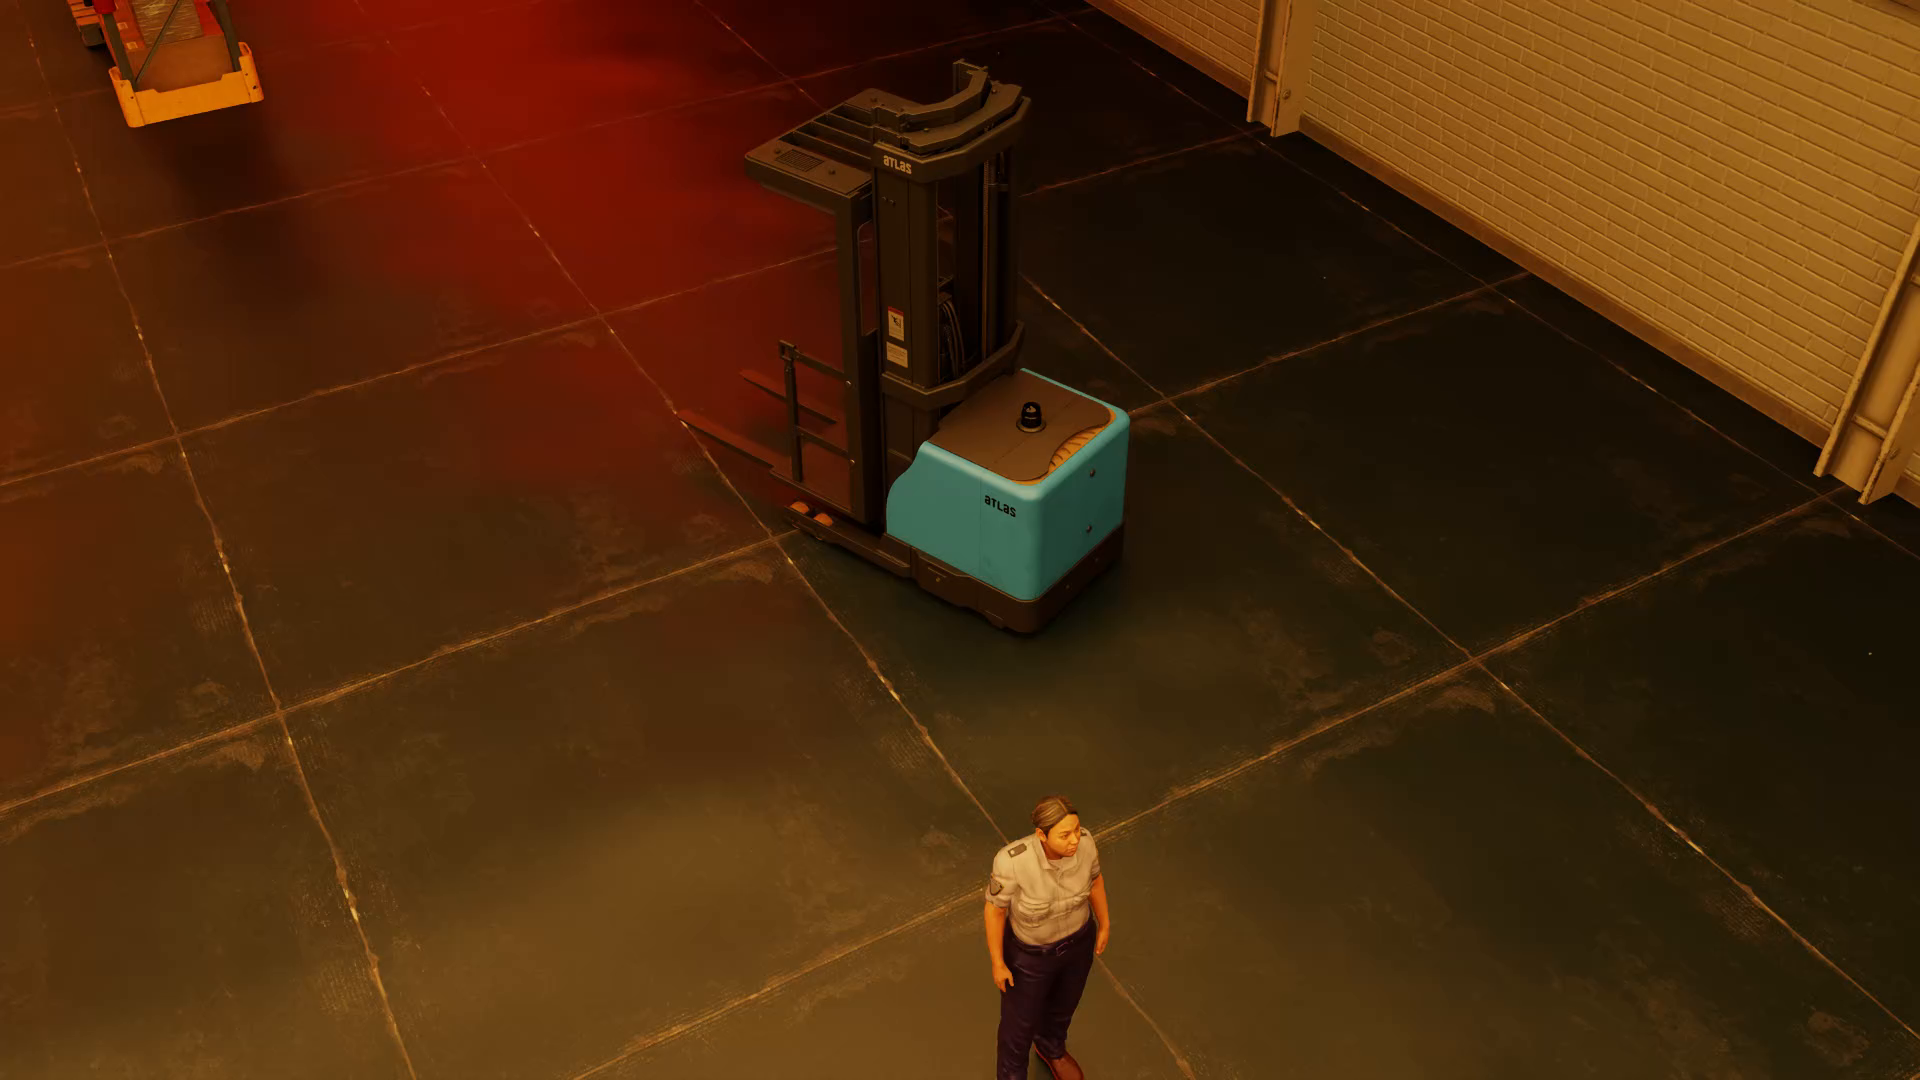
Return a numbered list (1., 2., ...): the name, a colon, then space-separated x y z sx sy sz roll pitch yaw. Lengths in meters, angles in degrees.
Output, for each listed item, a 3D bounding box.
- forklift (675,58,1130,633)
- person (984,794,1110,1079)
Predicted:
1. forklift: -0.481 -1.366 9.683 3.031 2.935 1.130 26 46 28
2. person: 0.393 1.752 6.918 0.598 1.651 0.502 -18 43 -21
